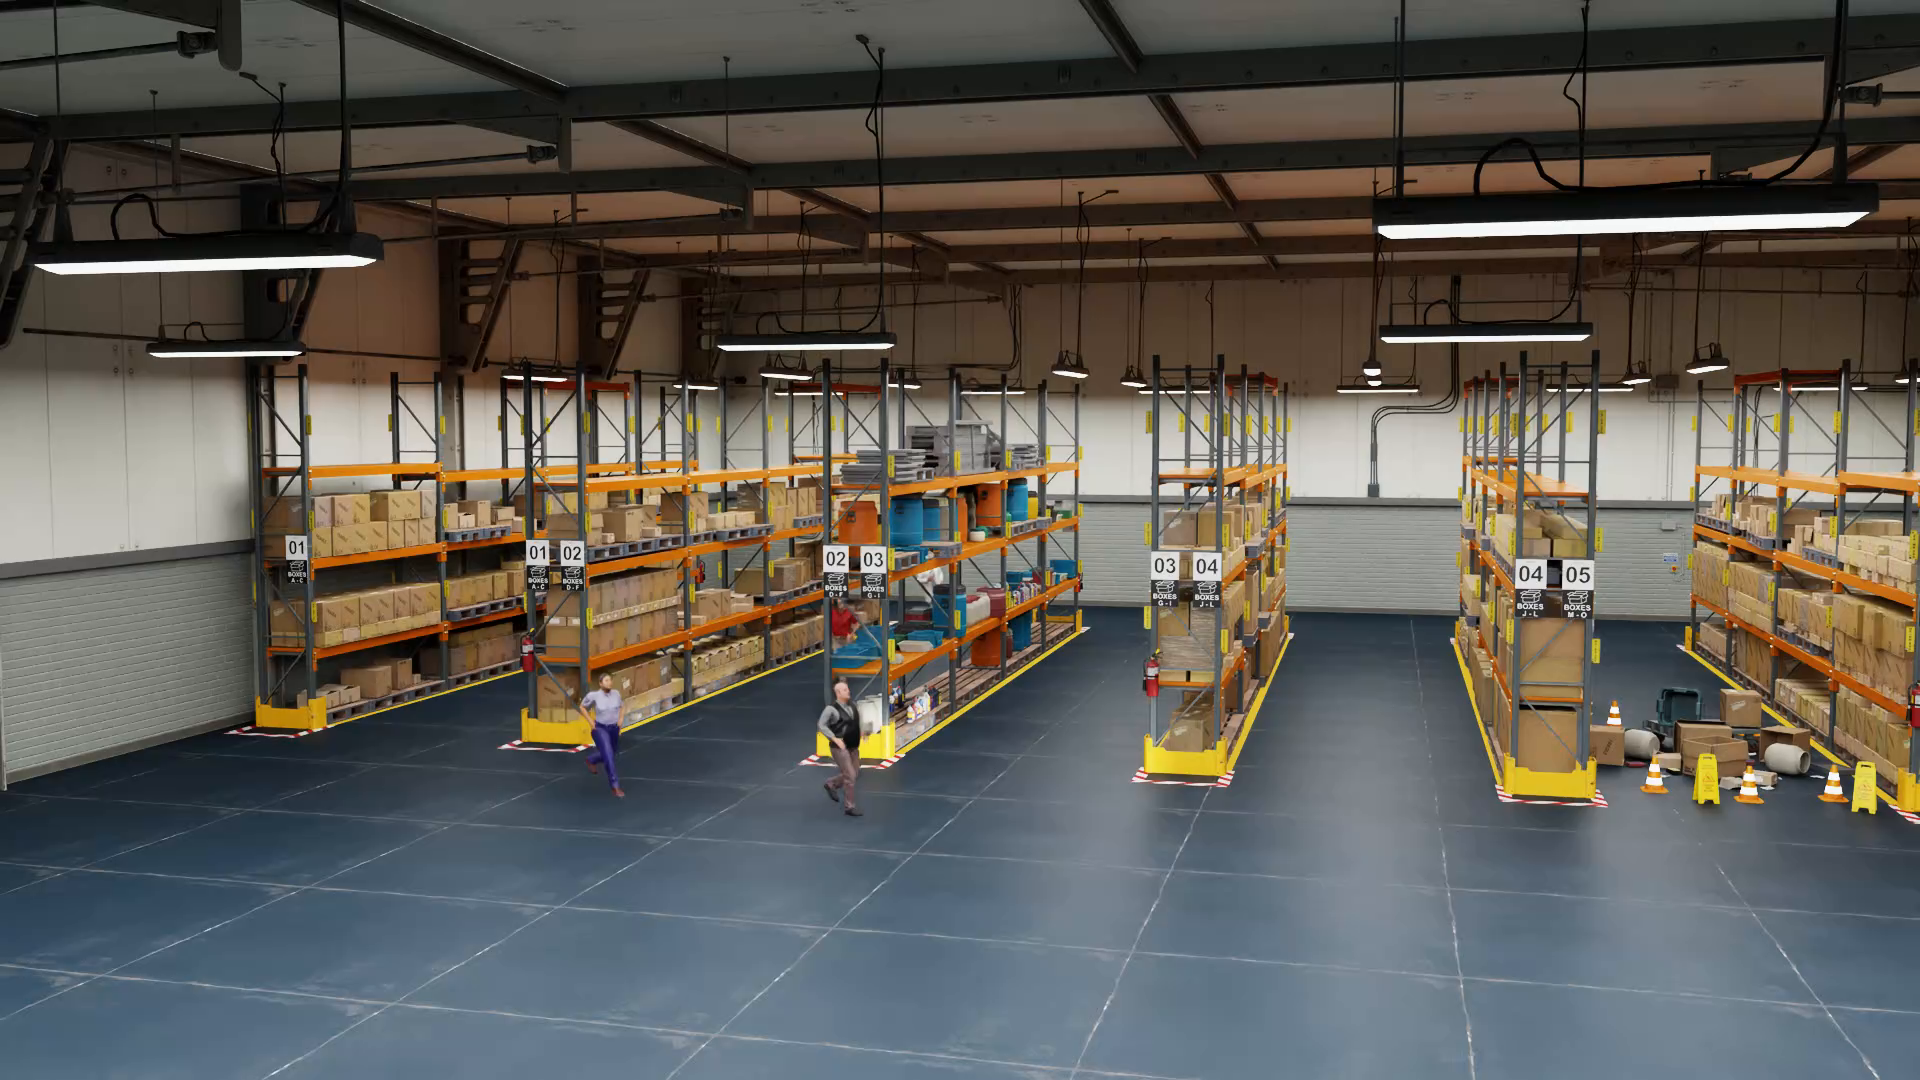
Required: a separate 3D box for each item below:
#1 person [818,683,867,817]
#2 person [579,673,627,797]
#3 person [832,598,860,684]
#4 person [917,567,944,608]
[{"bbox_3d":[-1.530,2.676,21.409,0.764,1.700,0.677,3,5,40],"label":"person"},{"bbox_3d":[-4.862,2.645,22.777,1.066,1.663,0.578,4,5,42],"label":"person"},{"bbox_3d":[-2.261,1.958,32.043,0.688,1.716,0.819,1,4,10],"label":"person"},{"bbox_3d":[-0.739,1.373,41.197,0.715,1.550,1.029,-1,4,-14],"label":"person"}]
